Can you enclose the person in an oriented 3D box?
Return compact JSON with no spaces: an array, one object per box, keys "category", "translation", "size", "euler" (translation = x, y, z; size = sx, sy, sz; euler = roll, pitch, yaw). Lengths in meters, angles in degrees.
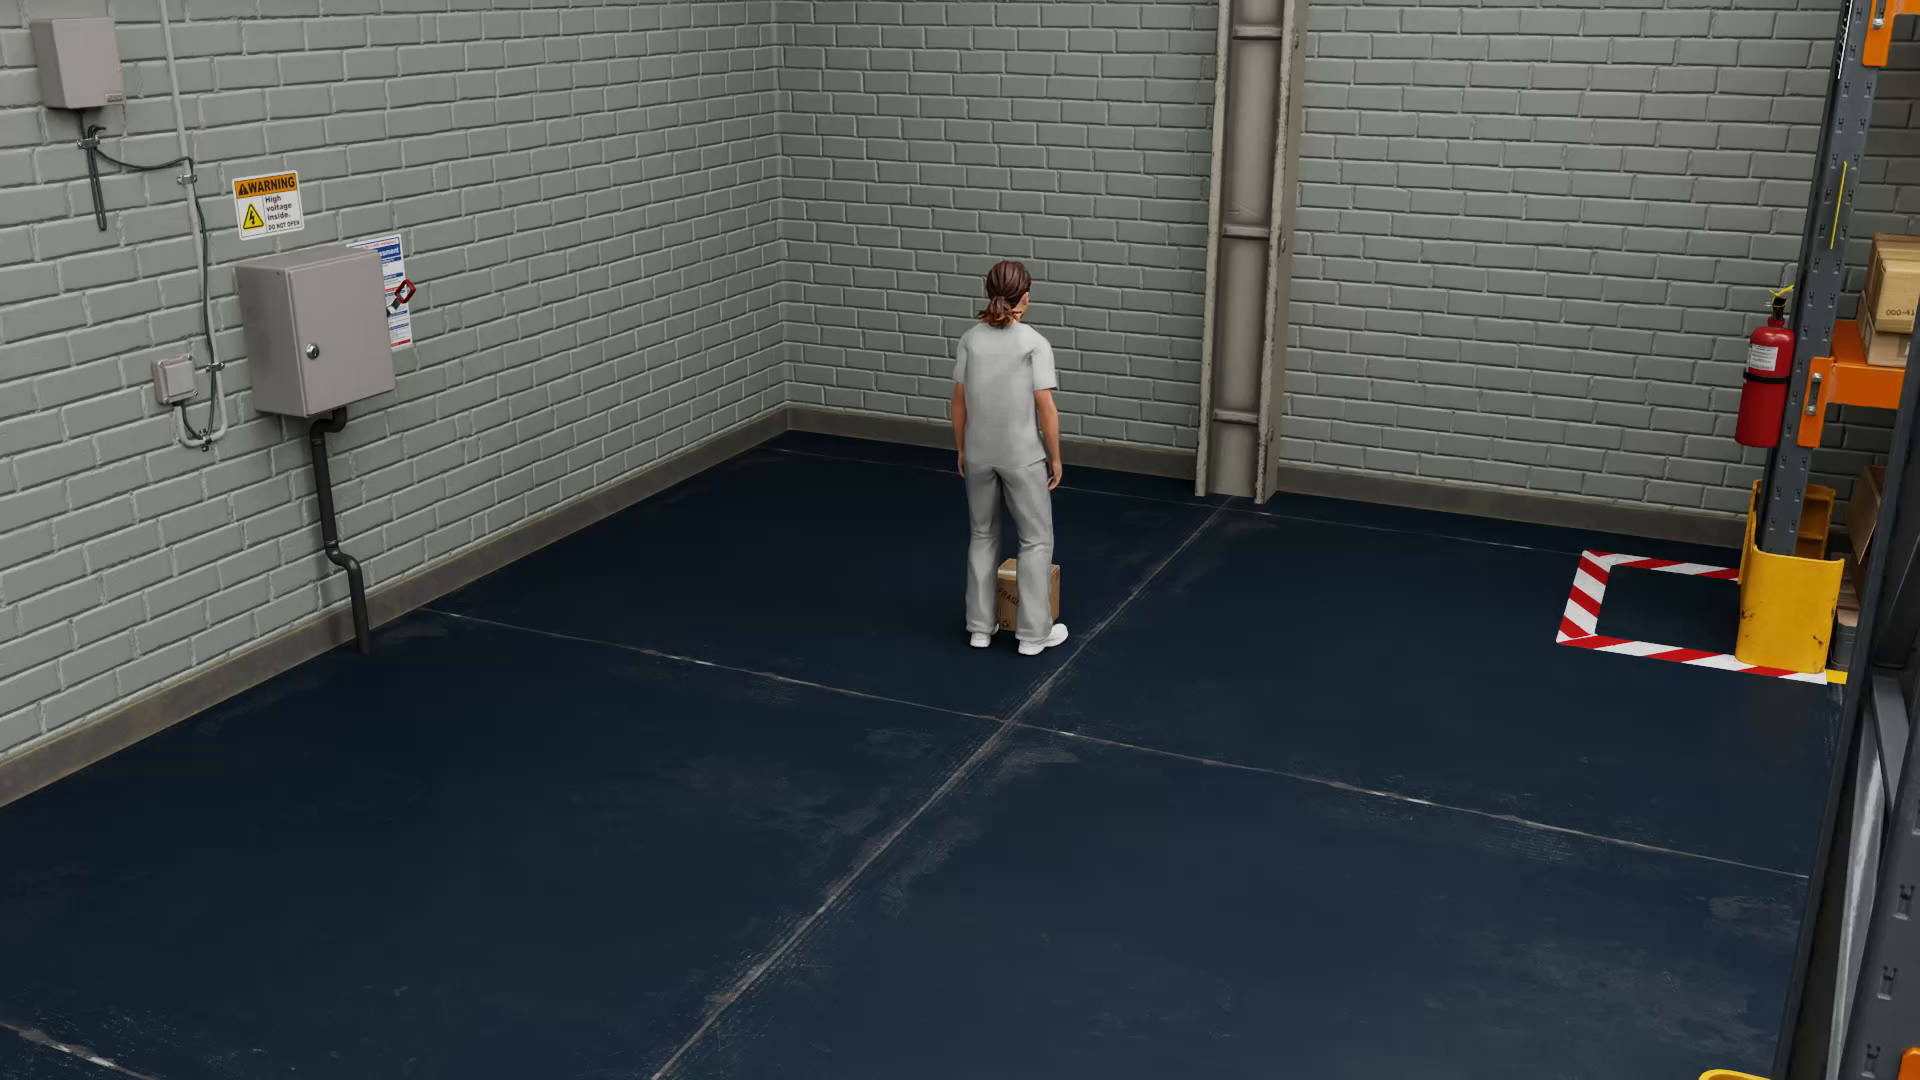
[{"category":"person","translation":[0.199,-0.341,7.051],"size":[0.485,1.672,0.359],"euler":[8,21,22]}]
